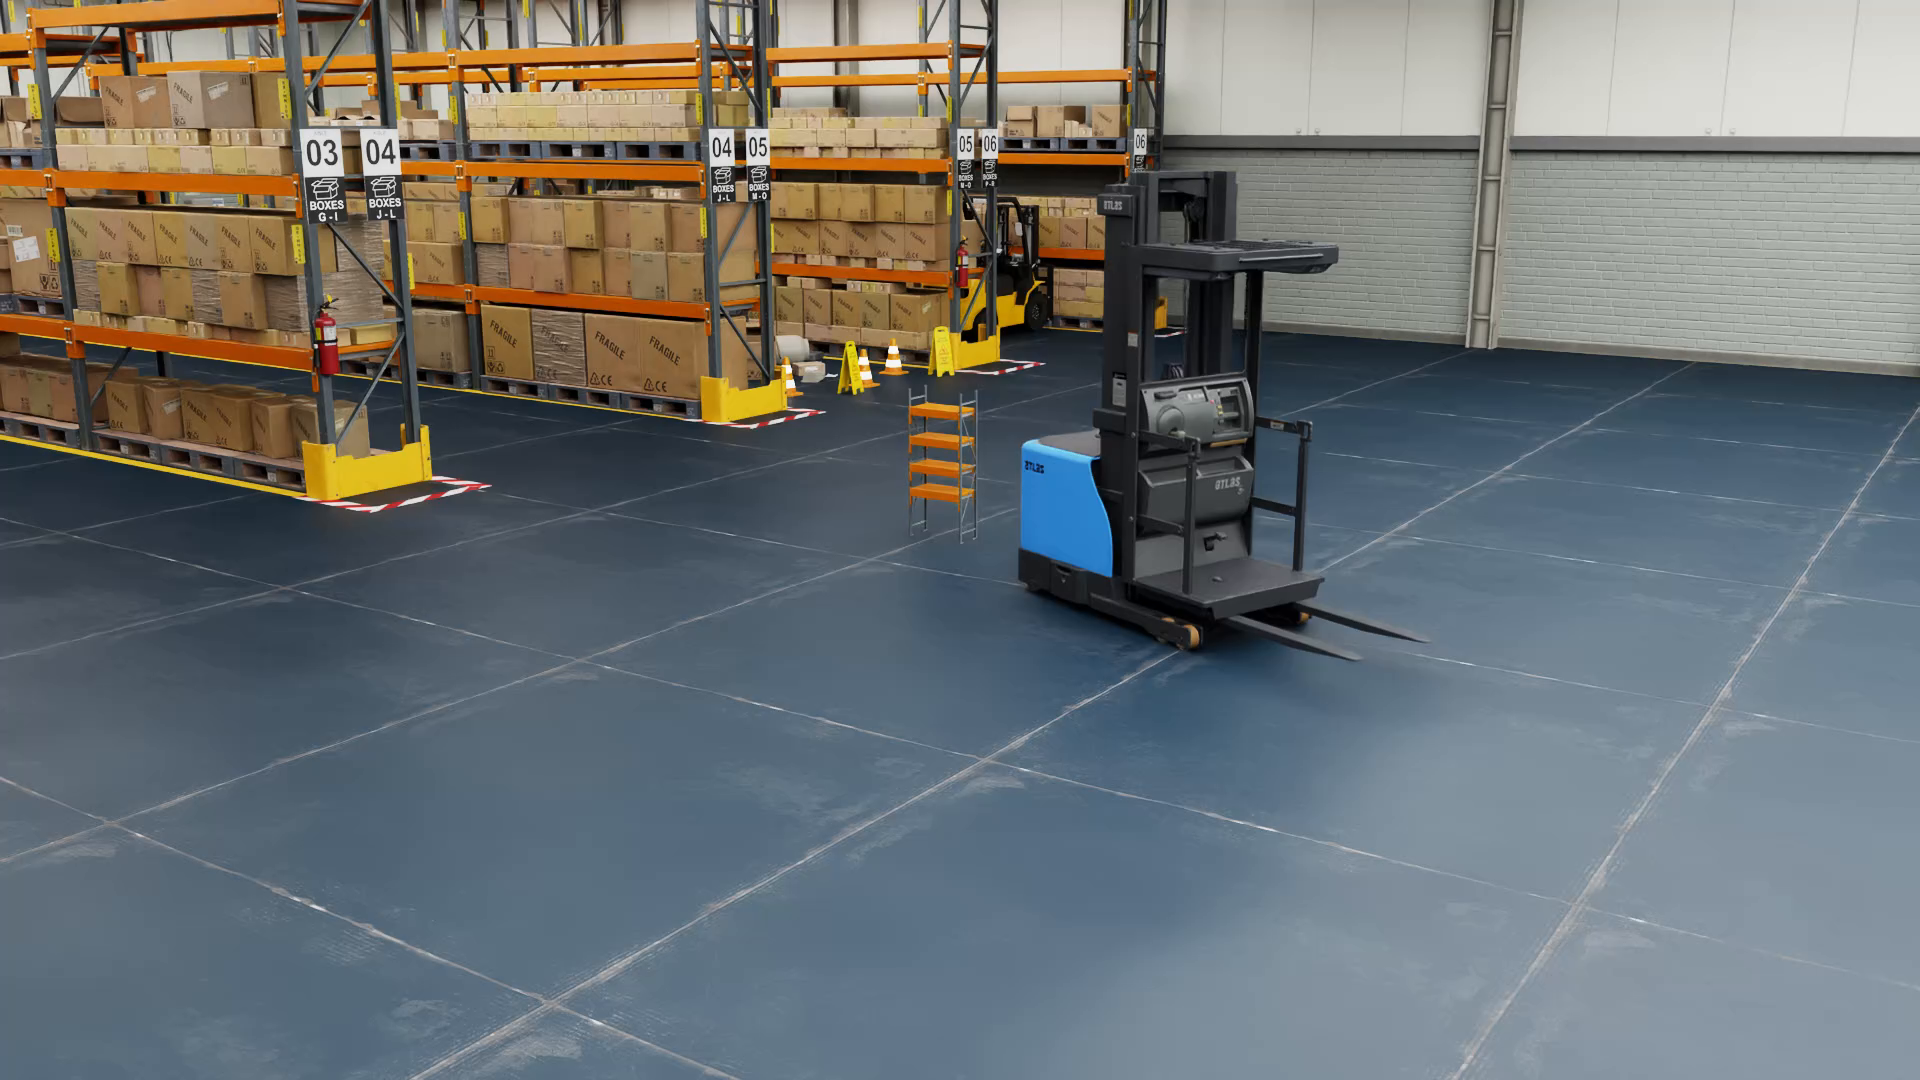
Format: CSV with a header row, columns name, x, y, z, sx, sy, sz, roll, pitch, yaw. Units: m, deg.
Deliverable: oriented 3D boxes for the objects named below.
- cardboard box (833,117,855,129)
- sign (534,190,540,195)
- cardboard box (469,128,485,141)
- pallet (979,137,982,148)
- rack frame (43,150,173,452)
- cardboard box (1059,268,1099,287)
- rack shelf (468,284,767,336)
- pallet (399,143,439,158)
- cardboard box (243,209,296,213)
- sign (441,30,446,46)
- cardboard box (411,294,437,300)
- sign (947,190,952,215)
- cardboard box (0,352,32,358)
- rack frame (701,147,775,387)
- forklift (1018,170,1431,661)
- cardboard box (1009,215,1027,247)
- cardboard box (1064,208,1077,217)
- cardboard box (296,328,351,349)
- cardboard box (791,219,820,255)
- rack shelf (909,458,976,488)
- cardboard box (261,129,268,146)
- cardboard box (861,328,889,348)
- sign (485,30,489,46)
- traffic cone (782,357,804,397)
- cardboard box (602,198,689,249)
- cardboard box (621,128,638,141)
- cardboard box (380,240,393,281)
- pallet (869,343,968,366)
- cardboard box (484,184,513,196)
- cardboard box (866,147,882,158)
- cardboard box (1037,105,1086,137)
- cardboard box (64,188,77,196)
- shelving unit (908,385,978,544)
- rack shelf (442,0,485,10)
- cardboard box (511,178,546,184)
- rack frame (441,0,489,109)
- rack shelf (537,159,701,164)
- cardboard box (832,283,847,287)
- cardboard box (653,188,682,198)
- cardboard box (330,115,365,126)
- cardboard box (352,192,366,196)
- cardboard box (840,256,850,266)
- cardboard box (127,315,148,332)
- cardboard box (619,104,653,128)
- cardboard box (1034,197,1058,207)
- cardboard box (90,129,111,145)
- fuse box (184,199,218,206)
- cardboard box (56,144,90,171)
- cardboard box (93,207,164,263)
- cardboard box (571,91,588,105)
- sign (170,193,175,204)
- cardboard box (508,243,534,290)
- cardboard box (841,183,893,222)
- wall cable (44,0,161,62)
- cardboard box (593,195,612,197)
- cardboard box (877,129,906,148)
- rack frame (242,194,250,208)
name,x,y,z,sx,sy,sz,roll,pitch,yaw
cardboard box,-1.550,-5.811,23.175,0.250,0.149,0.380,10,17,34
sign,-6.759,-5.428,26.597,0.005,0.325,0.100,9,17,33
cardboard box,-5.699,-4.910,20.113,0.250,0.149,0.380,9,16,32
pallet,0.357,-6.734,28.228,1.213,0.211,1.003,9,17,33
rack frame,-8.664,-2.464,17.036,0.127,3.000,1.000,9,17,33
cardboard box,1.970,-4.316,27.281,0.500,0.250,0.500,10,17,34
rack shelf,-4.152,-2.822,19.980,4.000,0.370,1.077,9,17,33
pallet,-7.637,-5.116,21.896,1.213,0.211,1.003,10,17,35
cardboard box,-6.475,-2.870,15.765,0.500,0.500,0.500,9,17,33
sign,-10.626,-10.336,34.240,0.005,0.325,0.100,9,17,33
cardboard box,-9.212,-4.619,29.286,0.875,0.875,0.875,10,17,35
sign,-0.140,-4.511,22.238,0.005,0.325,0.100,9,17,33
cardboard box,-10.948,-1.843,18.814,0.500,0.500,0.700,8,16,28
rack frame,-2.492,-2.903,18.810,0.127,3.000,1.000,9,17,33
forklift,1.679,-0.855,10.679,1.130,2.935,3.031,-10,17,-34
cardboard box,1.125,-5.162,27.724,0.500,0.500,0.500,9,17,33
cardboard box,1.900,-5.359,27.172,0.250,0.149,0.380,9,17,32
cardboard box,-5.696,-1.803,14.888,0.250,0.149,0.380,9,17,33
cardboard box,-2.084,-4.386,23.972,0.500,0.500,0.500,9,17,32
rack shelf,-0.137,-0.539,13.285,0.480,0.148,0.258,9,17,33
cardboard box,-5.900,-3.538,14.614,0.250,0.149,0.380,9,16,31
cardboard box,-1.060,-2.899,23.640,0.500,0.250,0.500,9,17,33
sign,-9.996,-10.590,35.103,0.005,0.325,0.100,9,17,33
traffic cone,-2.141,-2.026,20.546,0.334,0.463,0.336,9,17,33
cardboard box,-3.675,-3.715,19.531,0.550,0.550,0.875,9,17,33
cardboard box,-3.589,-4.569,18.737,0.250,0.149,0.380,9,17,33
cardboard box,-7.232,-3.641,21.580,0.500,0.500,0.500,9,17,33
pallet,-0.531,-2.677,23.696,1.213,0.211,1.003,9,17,33
cardboard box,-7.457,-5.595,27.394,0.500,0.500,0.500,10,17,34
cardboard box,-1.098,-5.371,23.057,0.250,0.149,0.380,9,17,32
cardboard box,1.656,-6.819,27.096,0.500,0.500,0.700,9,17,33
cardboard box,-13.423,-5.268,25.455,0.500,0.500,0.500,9,16,31
shelving unit,-0.137,-0.605,13.269,0.503,1.200,0.258,9,17,33
rack shelf,-8.663,-10.948,33.402,4.000,0.370,1.077,9,17,33
cardboard box,-8.852,-7.160,34.137,0.500,0.500,0.500,10,17,34
rack frame,-10.323,-9.952,34.799,0.127,3.000,1.000,9,17,33
rack shelf,-4.792,-5.815,25.828,4.000,0.370,1.077,9,17,33
cardboard box,-1.645,-3.512,24.554,0.500,0.500,0.500,10,17,36
cardboard box,-4.462,-5.291,25.403,0.250,0.149,0.380,8,16,30
cardboard box,-7.811,-5.364,21.613,0.500,0.311,0.500,9,16,32
cardboard box,-10.317,-6.055,29.254,0.500,0.500,0.500,9,17,32
cardboard box,-1.501,-3.998,23.756,0.250,0.149,0.380,9,17,33
cardboard box,-7.833,-2.116,16.152,0.250,0.149,0.380,9,17,33
cardboard box,-3.469,-4.761,18.681,0.500,0.250,0.500,9,17,33
cardboard box,1.424,-5.559,27.361,0.250,0.149,0.380,10,17,34
cardboard box,-8.093,-3.873,15.968,0.250,0.149,0.380,9,17,33
fuse box,-16.488,-6.575,36.323,0.414,1.711,0.539,9,17,33
cardboard box,-8.433,-3.736,16.244,0.500,0.250,0.500,8,16,31
cardboard box,-8.016,-2.965,16.150,0.500,0.500,0.500,9,17,33
cardboard box,-4.227,-5.059,19.057,0.250,0.149,0.380,9,17,33
sign,-12.143,-5.186,25.621,0.005,0.325,0.100,9,17,33
cardboard box,-5.030,-3.396,20.489,0.550,0.550,0.875,9,17,33
cardboard box,-1.256,-4.724,23.258,0.500,0.500,0.700,9,16,32
wall cable,-17.545,-9.818,34.258,0.029,3.000,2.355,9,17,33
cardboard box,-5.771,-5.199,26.380,0.500,0.500,0.500,10,17,36
cardboard box,-0.798,-5.517,22.818,0.500,0.250,0.500,9,16,32
rack frame,-13.090,-6.050,31.519,0.127,3.000,1.000,9,17,33
